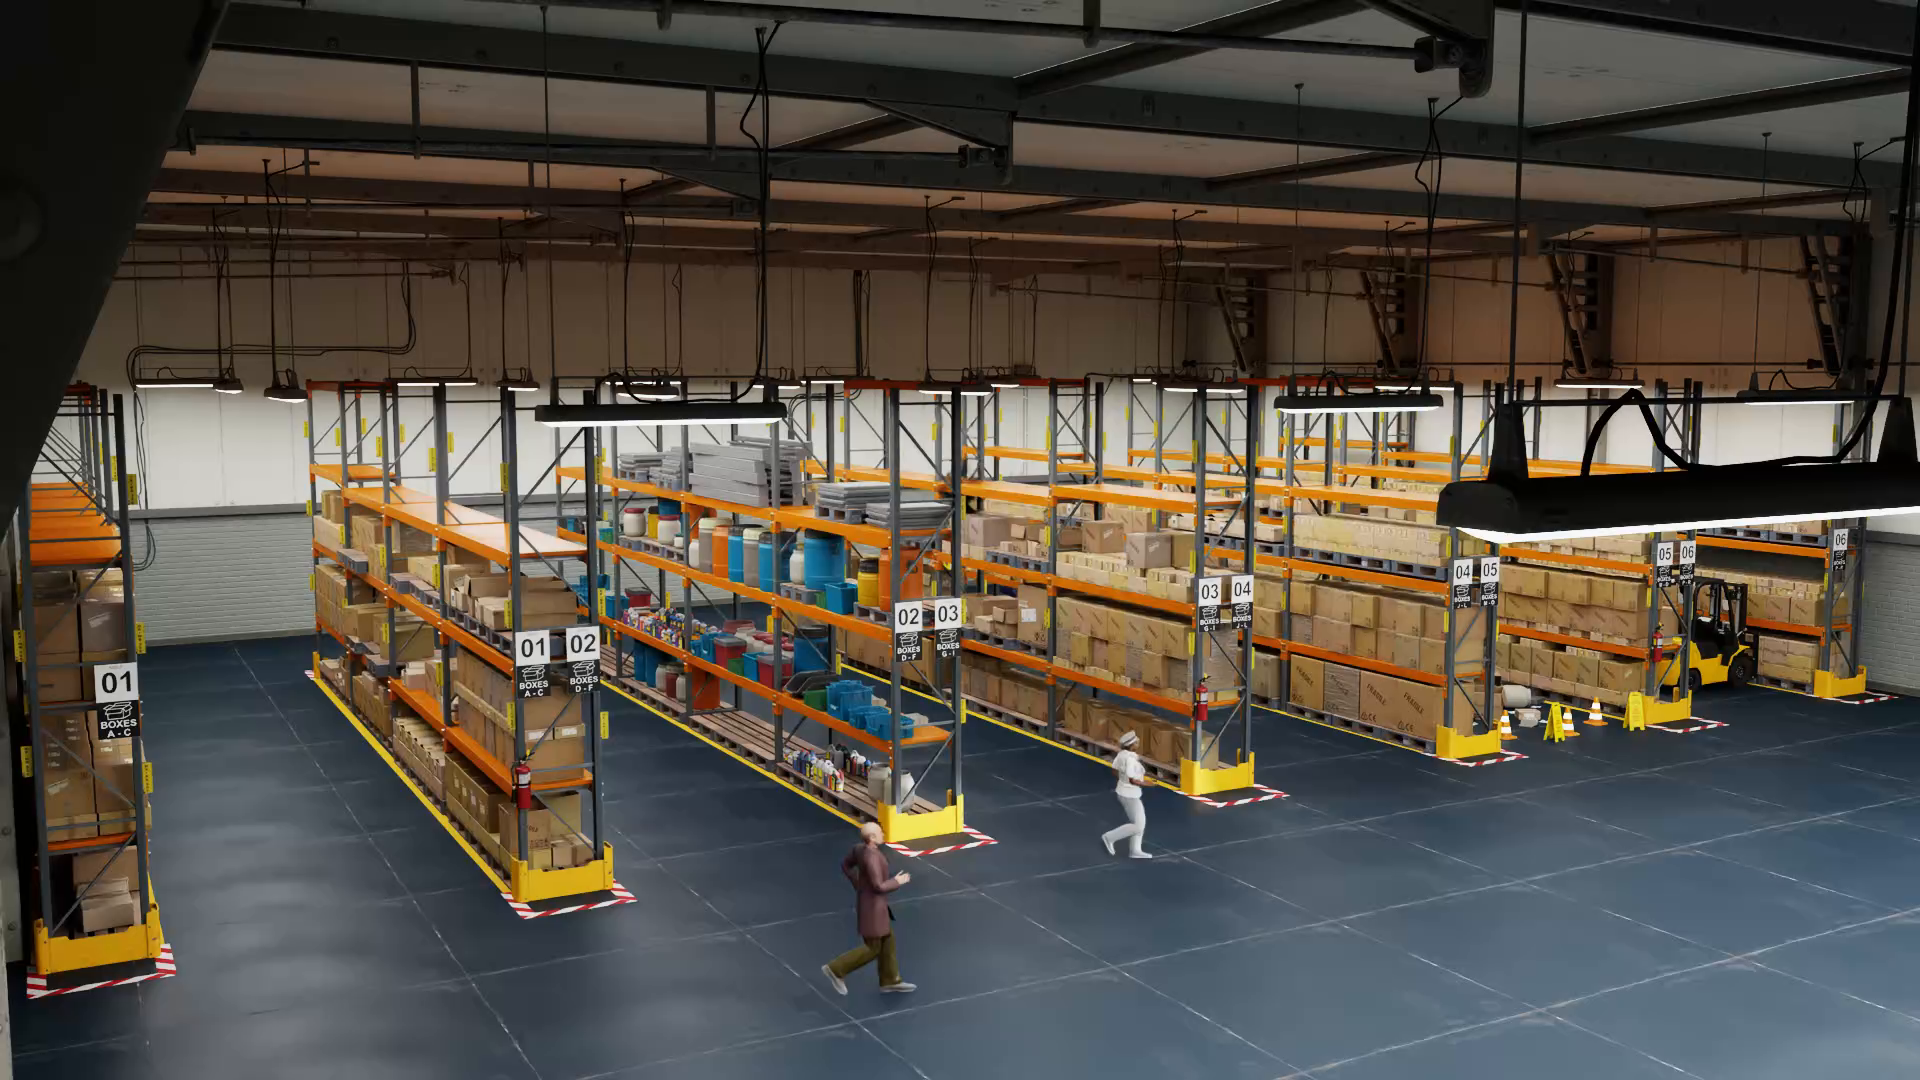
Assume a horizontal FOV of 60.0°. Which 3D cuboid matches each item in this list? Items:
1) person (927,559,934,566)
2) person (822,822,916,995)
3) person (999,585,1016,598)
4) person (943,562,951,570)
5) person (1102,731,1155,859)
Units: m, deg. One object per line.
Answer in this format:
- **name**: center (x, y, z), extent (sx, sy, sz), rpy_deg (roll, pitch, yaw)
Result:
- **person**: center (-0.842, 1.145, 41.526), extent (0.582, 1.594, 0.657), rpy_deg (-3, 7, -27)
- **person**: center (-0.910, 3.676, 16.557), extent (0.965, 1.761, 0.718), rpy_deg (-1, 6, -12)
- **person**: center (1.297, 0.938, 43.321), extent (0.537, 1.580, 0.605), rpy_deg (-6, 8, -43)
- **person**: center (-0.236, 1.030, 41.715), extent (0.694, 1.838, 0.721), rpy_deg (-5, 8, -41)
- **person**: center (2.122, 3.250, 21.194), extent (0.694, 1.664, 0.584), rpy_deg (-1, 6, -11)
